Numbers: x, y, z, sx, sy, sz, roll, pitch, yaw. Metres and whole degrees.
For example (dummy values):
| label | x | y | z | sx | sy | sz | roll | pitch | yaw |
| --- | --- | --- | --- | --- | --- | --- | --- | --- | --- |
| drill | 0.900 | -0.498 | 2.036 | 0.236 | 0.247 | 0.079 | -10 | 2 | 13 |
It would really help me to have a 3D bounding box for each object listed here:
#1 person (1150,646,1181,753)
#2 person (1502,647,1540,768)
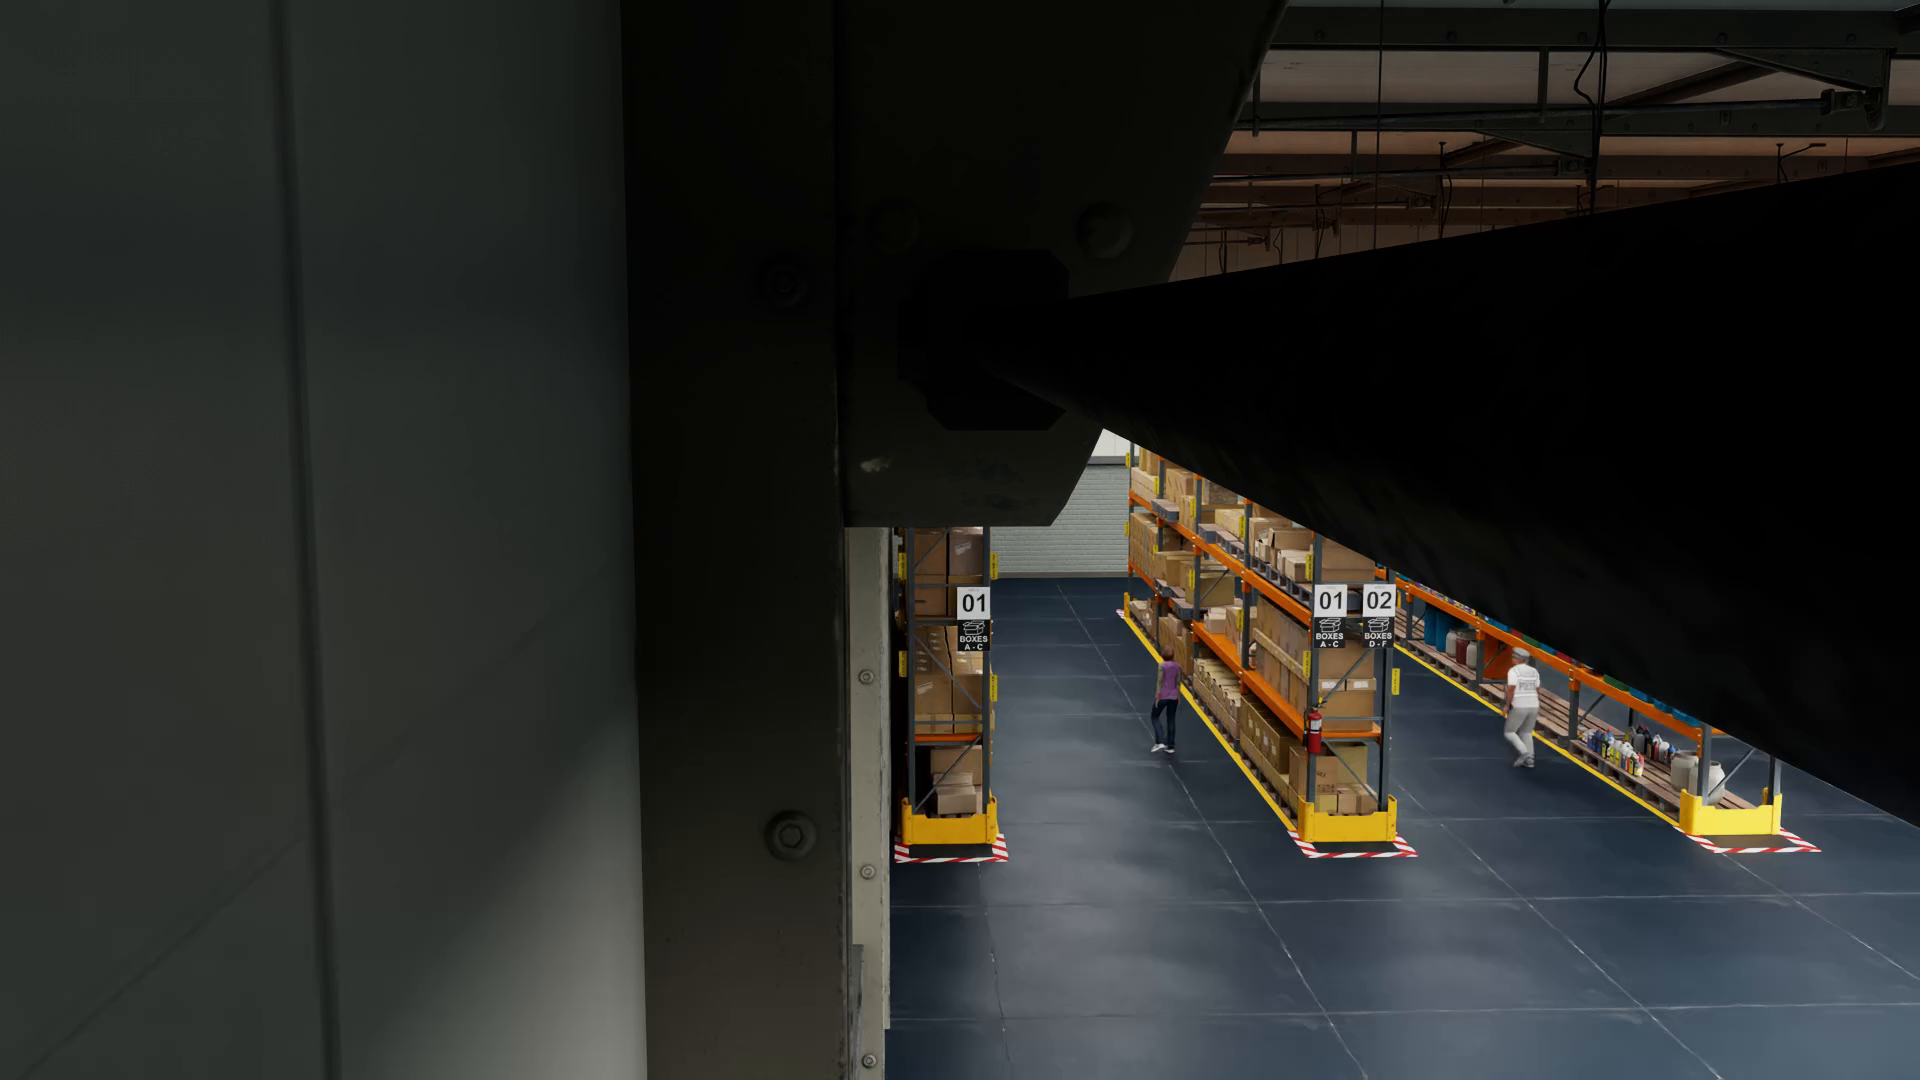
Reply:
| label | x | y | z | sx | sy | sz | roll | pitch | yaw |
| --- | --- | --- | --- | --- | --- | --- | --- | --- | --- |
| person | 3.092 | 2.393 | 24.786 | 0.445 | 1.573 | 0.392 | -3 | 8 | -23 |
| person | 8.146 | 2.422 | 24.077 | 0.599 | 1.685 | 0.734 | -2 | 8 | -13 |
